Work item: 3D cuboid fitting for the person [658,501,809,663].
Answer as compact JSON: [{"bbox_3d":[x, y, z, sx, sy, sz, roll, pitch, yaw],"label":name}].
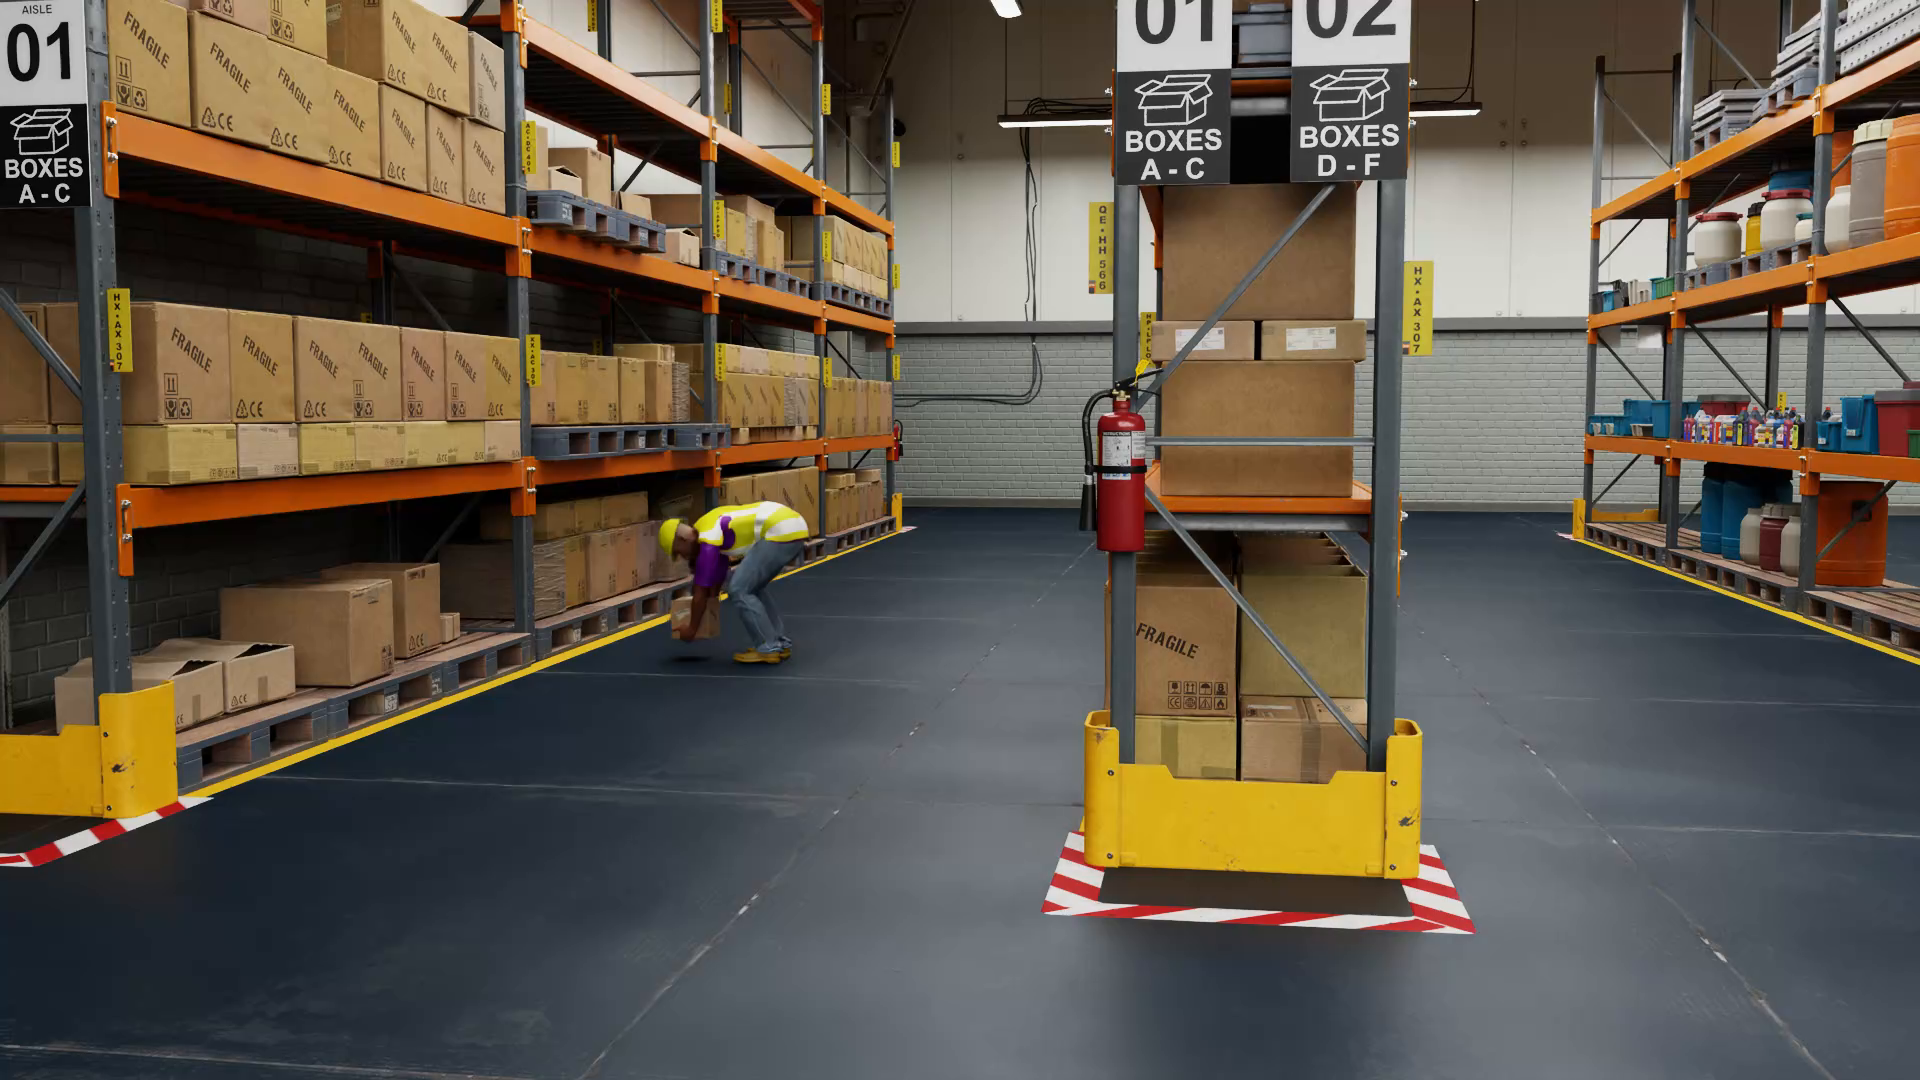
[{"bbox_3d":[-1.475,0.265,10.802,0.979,1.030,0.492,0,4,6],"label":"person"}]
